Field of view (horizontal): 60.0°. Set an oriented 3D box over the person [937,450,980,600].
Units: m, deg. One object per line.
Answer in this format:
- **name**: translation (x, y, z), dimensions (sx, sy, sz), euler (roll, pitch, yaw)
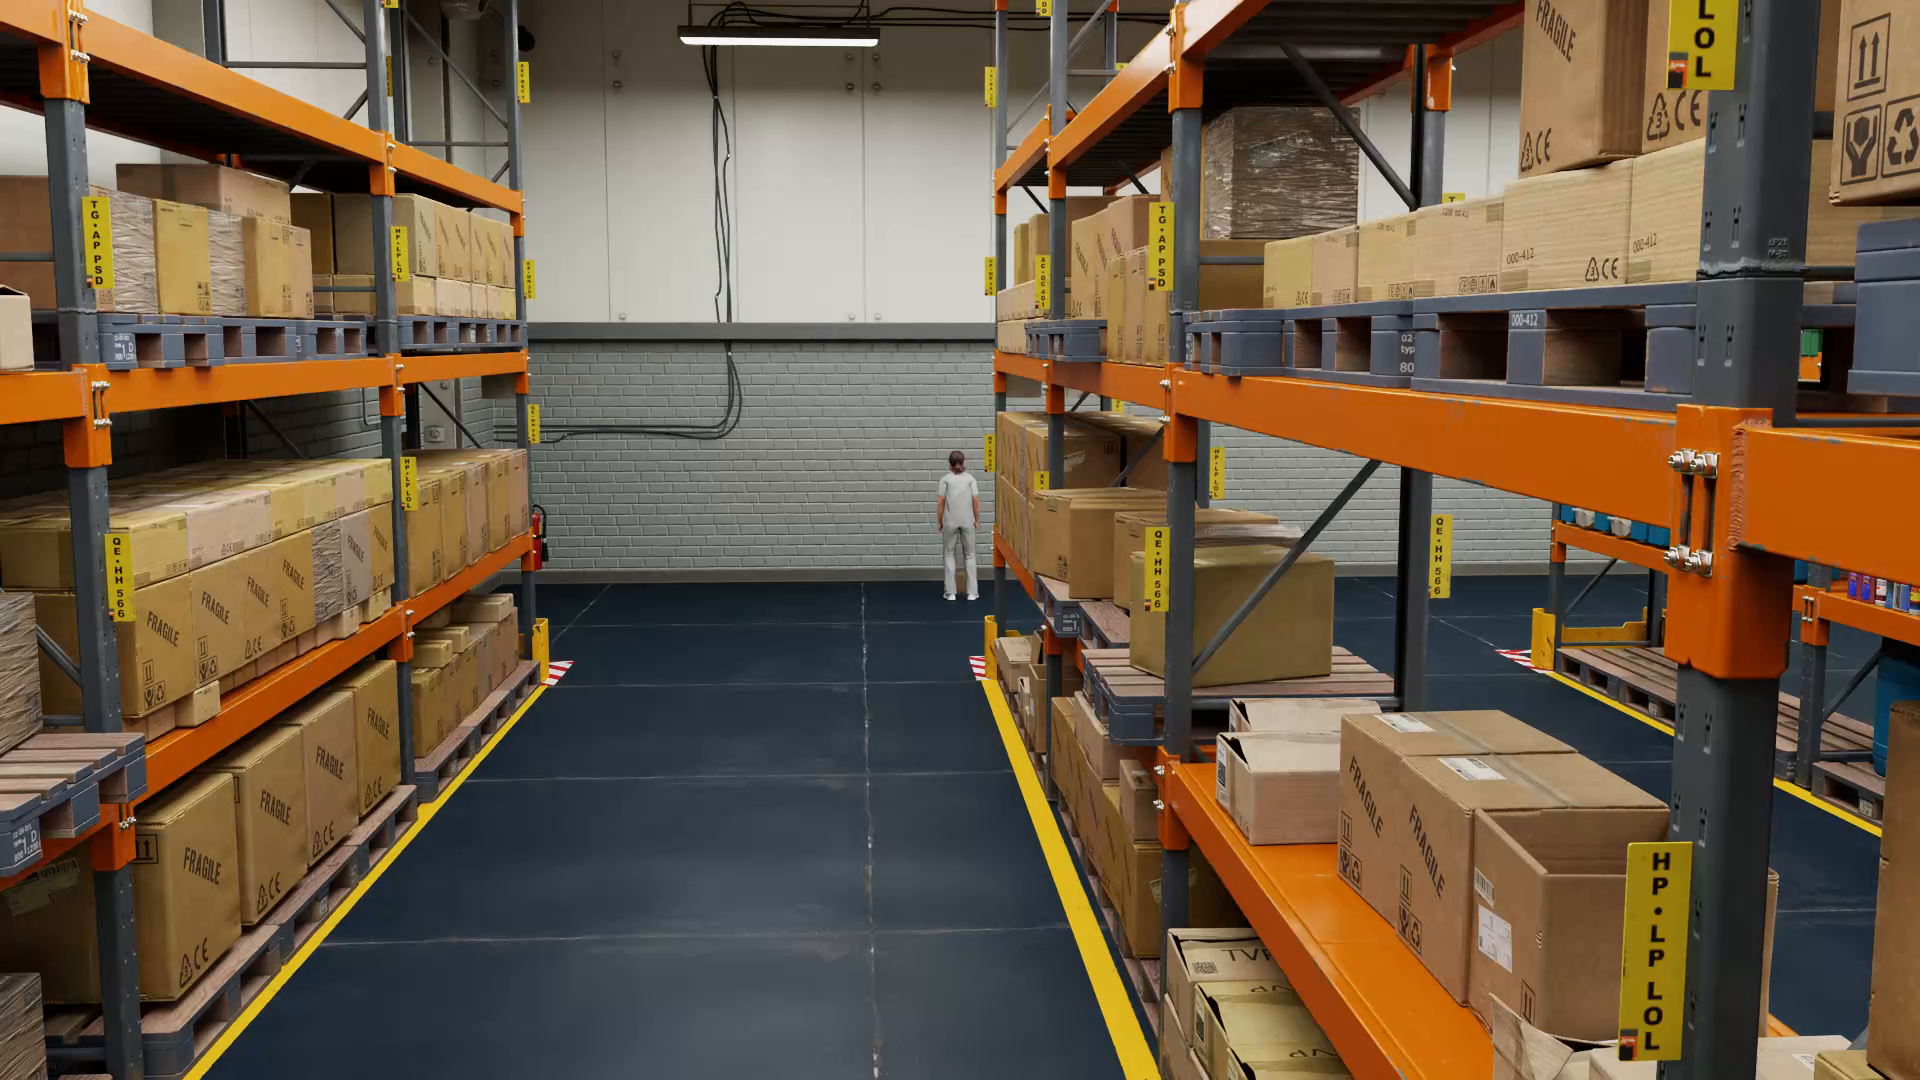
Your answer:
- **person**: translation (-0.016, -0.165, 18.614), dimensions (0.491, 1.672, 0.361), euler (-1, 7, -6)
